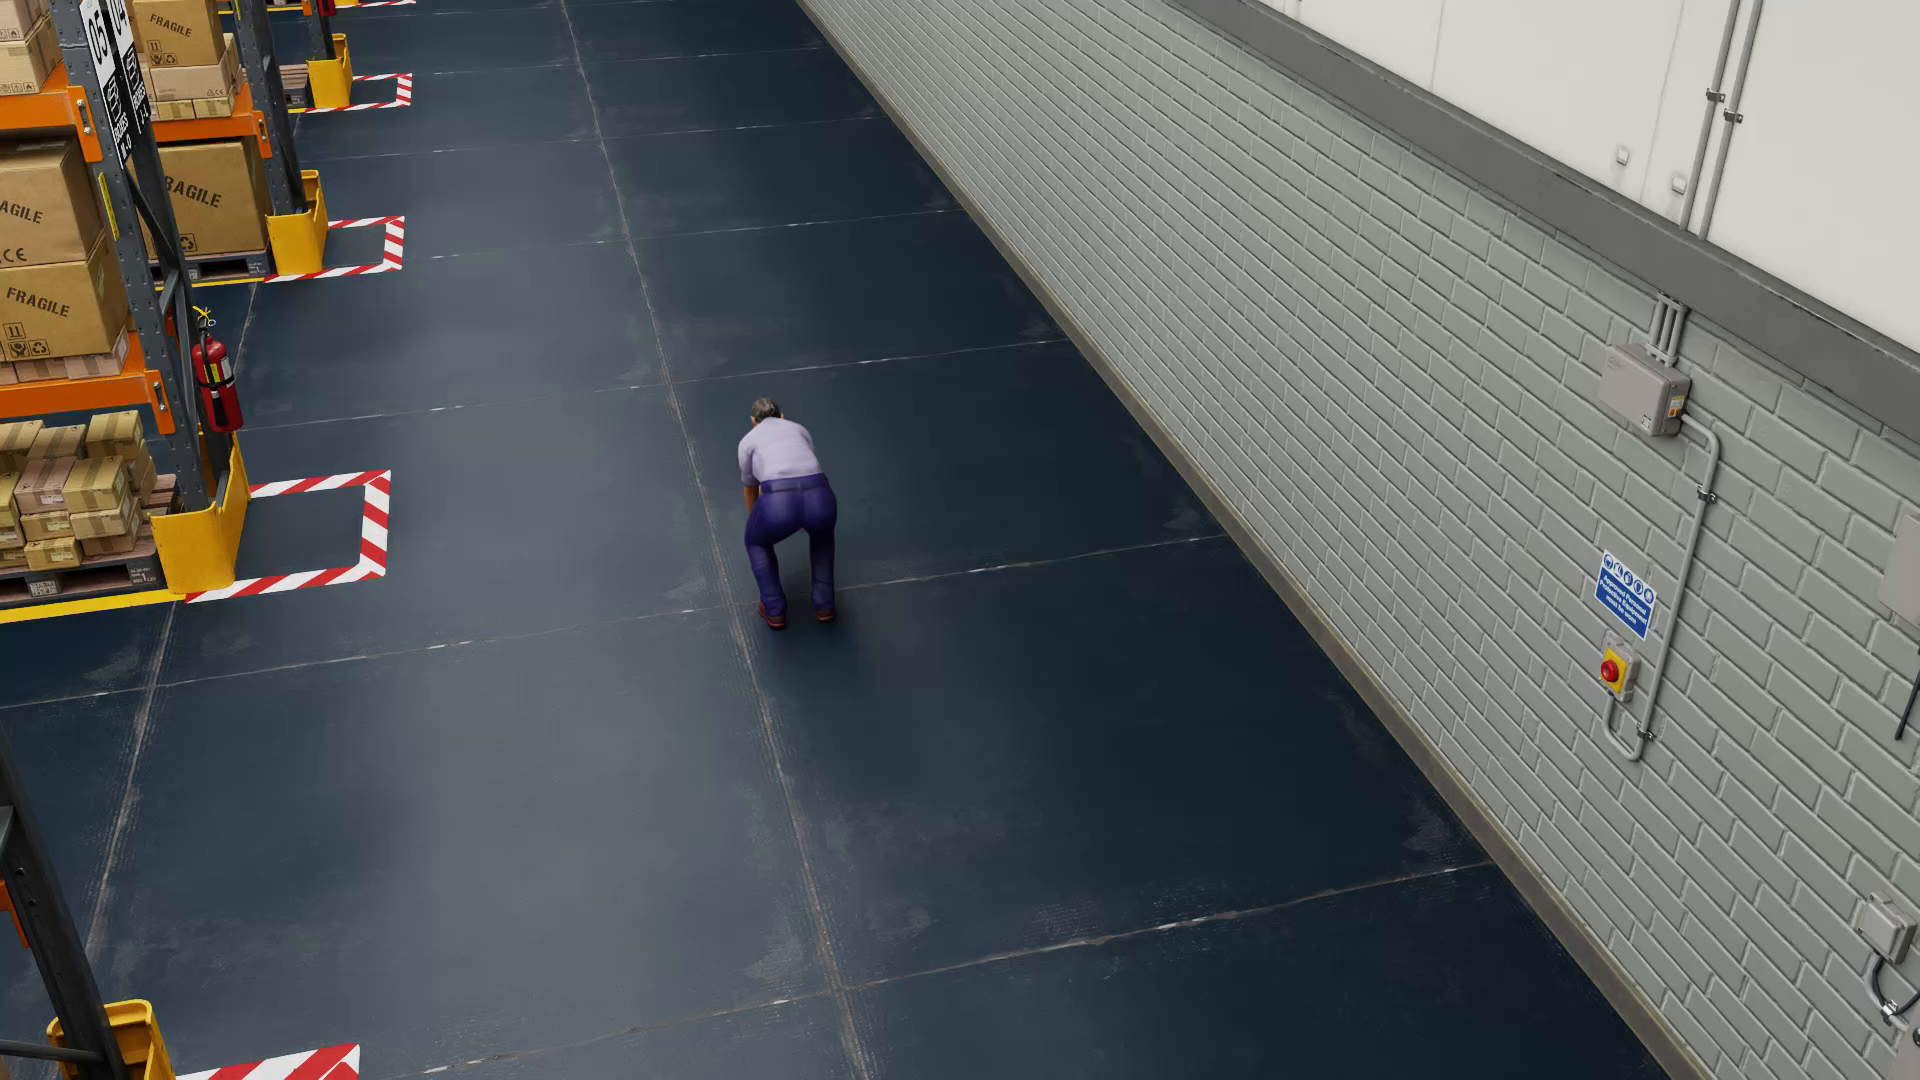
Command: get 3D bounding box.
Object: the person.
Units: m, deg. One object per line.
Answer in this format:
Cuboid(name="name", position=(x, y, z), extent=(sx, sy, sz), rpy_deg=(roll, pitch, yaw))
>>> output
Cuboid(name="person", position=(-0.942, -0.141, 9.047), extent=(0.502, 1.085, 0.885), rpy_deg=(-9, 32, -15))
